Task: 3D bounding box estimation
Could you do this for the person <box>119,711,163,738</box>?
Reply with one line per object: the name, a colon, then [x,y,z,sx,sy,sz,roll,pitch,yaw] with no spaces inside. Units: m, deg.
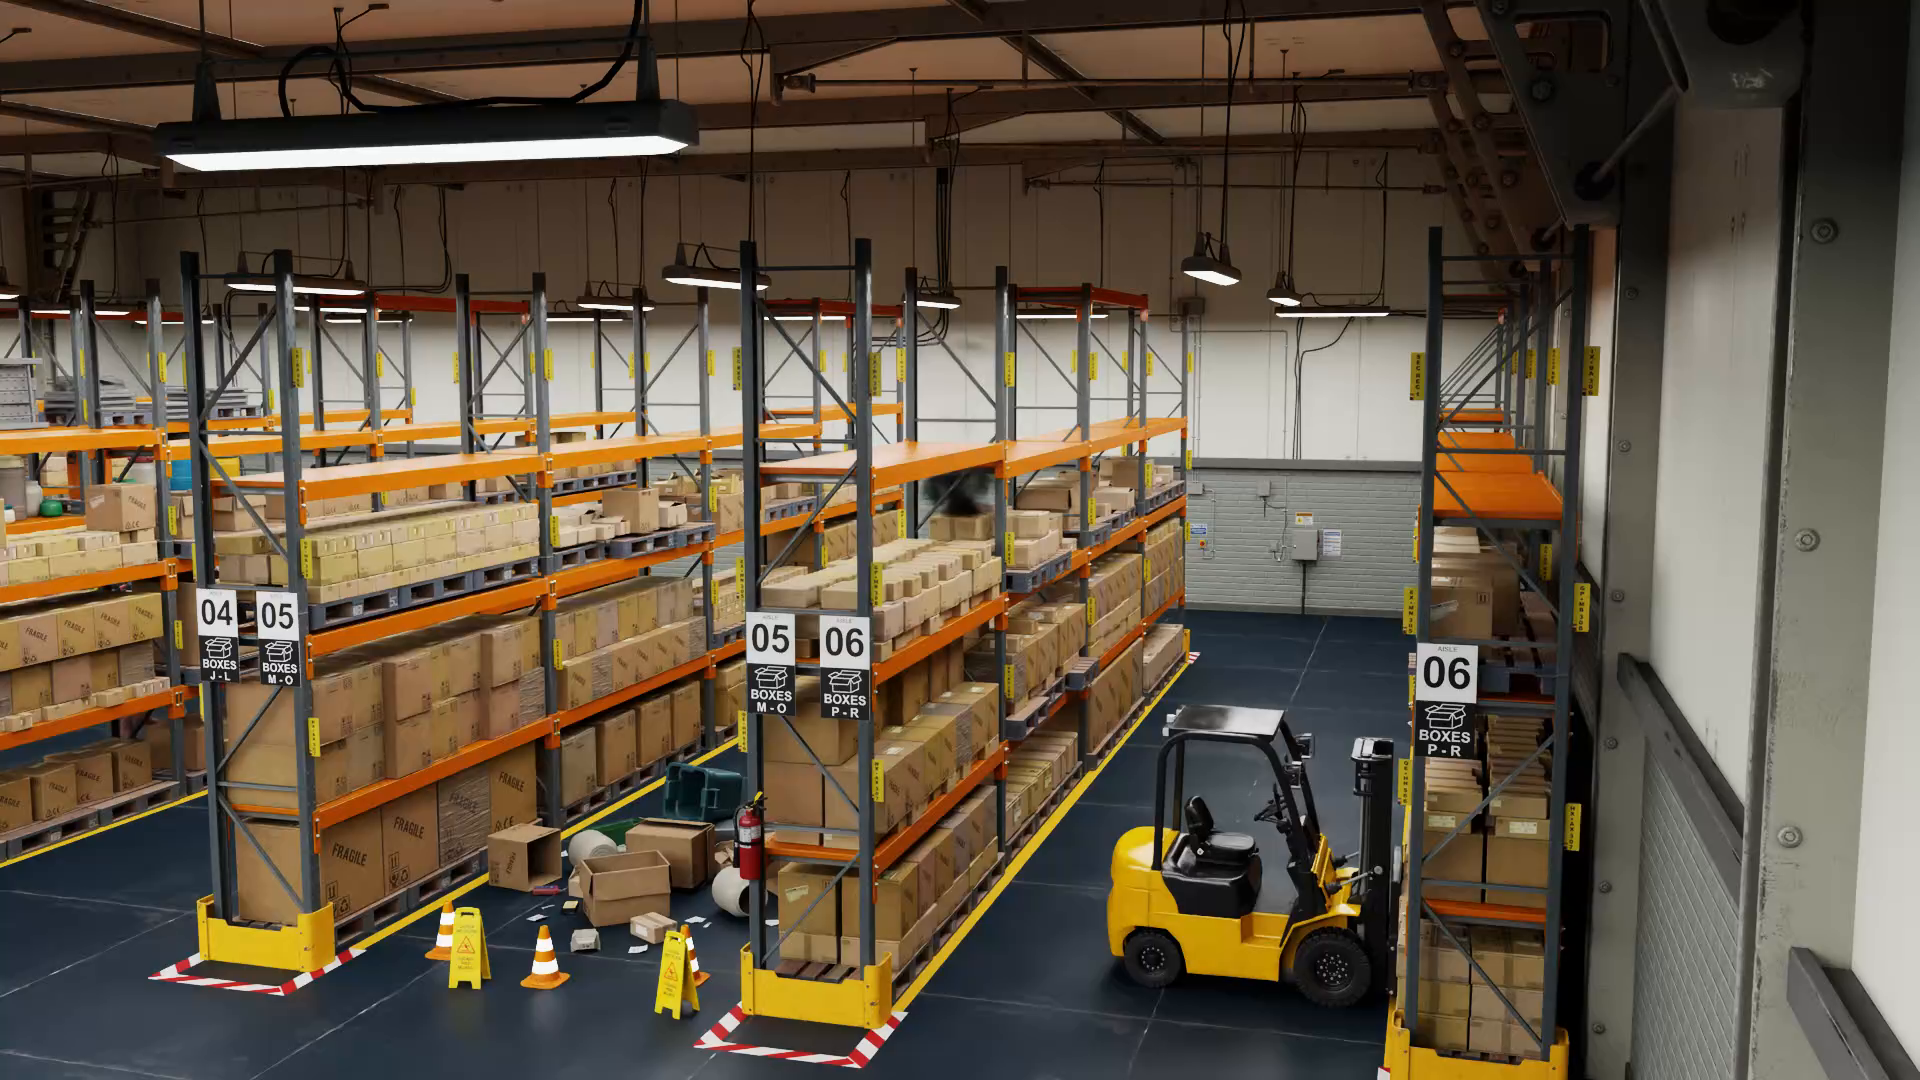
person: [-10.607,1.954,21.466,0.572,1.666,0.801,2,7,20]
